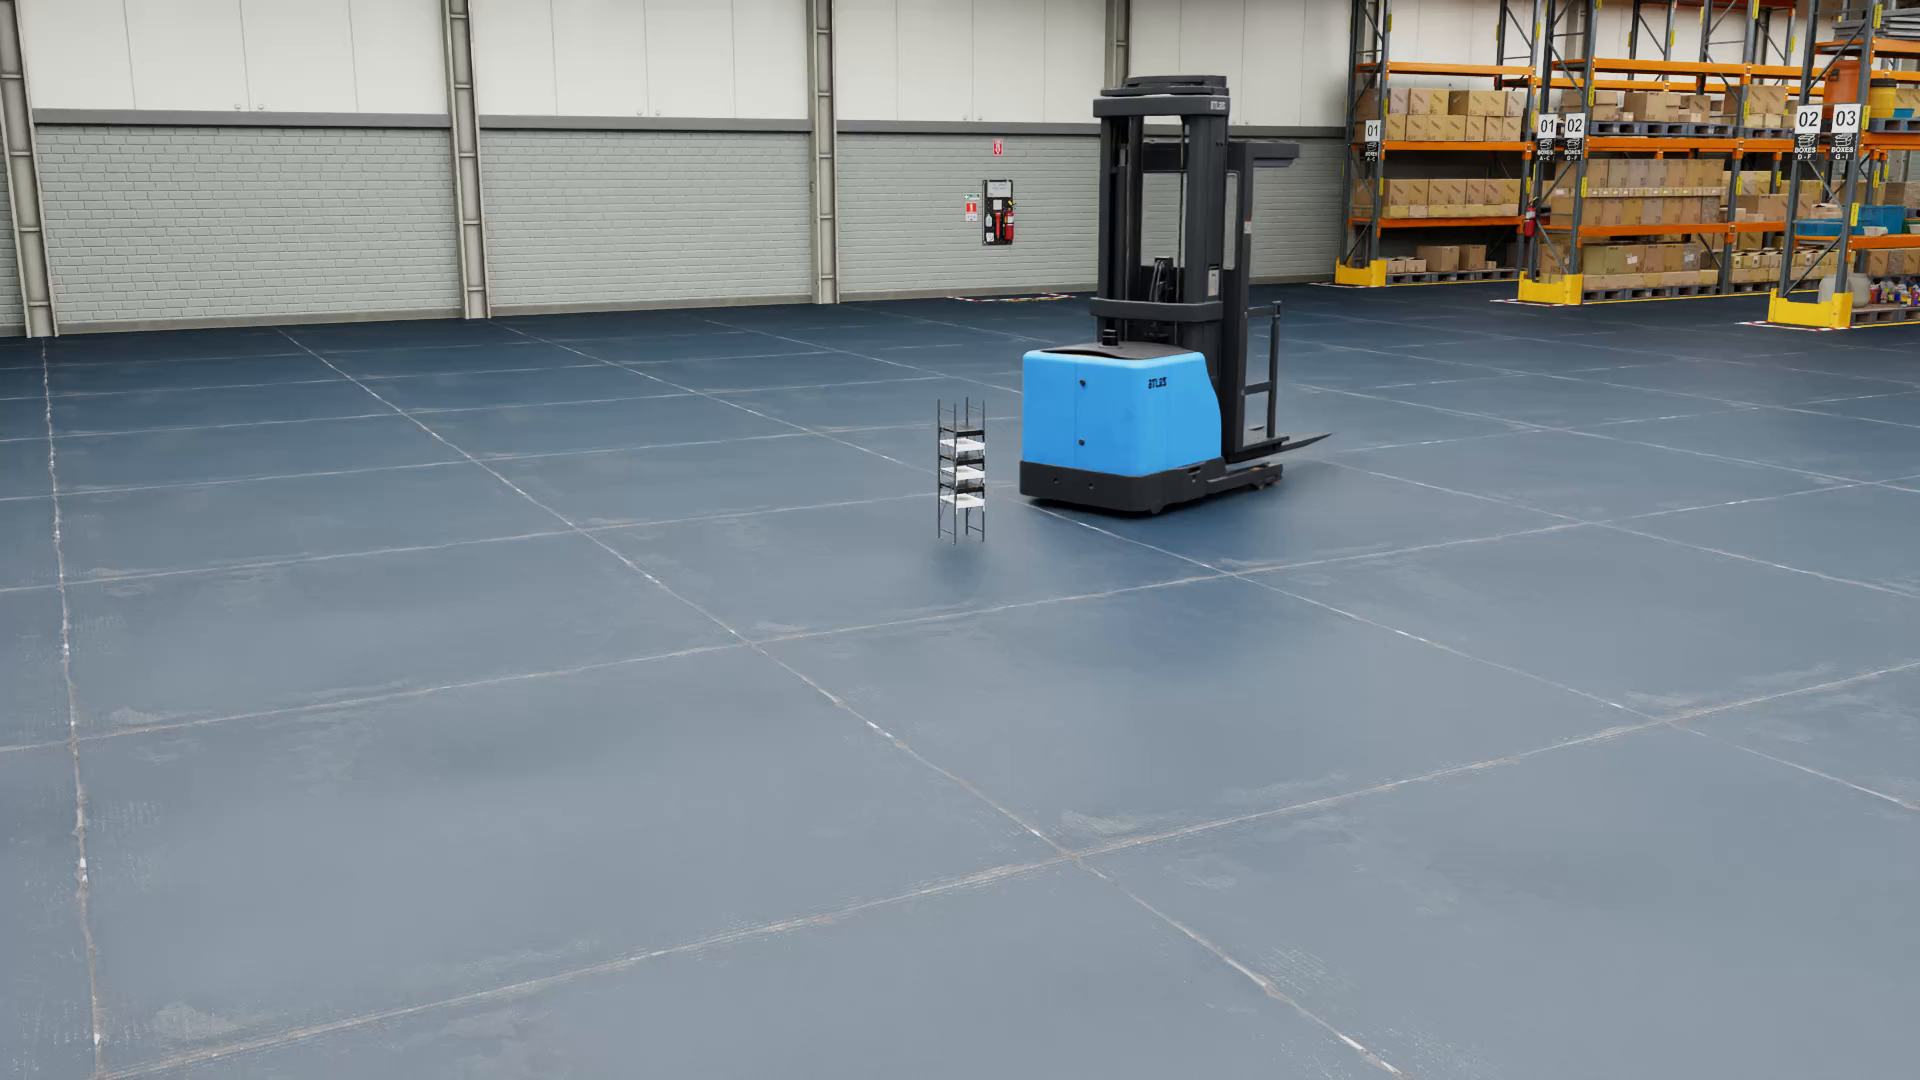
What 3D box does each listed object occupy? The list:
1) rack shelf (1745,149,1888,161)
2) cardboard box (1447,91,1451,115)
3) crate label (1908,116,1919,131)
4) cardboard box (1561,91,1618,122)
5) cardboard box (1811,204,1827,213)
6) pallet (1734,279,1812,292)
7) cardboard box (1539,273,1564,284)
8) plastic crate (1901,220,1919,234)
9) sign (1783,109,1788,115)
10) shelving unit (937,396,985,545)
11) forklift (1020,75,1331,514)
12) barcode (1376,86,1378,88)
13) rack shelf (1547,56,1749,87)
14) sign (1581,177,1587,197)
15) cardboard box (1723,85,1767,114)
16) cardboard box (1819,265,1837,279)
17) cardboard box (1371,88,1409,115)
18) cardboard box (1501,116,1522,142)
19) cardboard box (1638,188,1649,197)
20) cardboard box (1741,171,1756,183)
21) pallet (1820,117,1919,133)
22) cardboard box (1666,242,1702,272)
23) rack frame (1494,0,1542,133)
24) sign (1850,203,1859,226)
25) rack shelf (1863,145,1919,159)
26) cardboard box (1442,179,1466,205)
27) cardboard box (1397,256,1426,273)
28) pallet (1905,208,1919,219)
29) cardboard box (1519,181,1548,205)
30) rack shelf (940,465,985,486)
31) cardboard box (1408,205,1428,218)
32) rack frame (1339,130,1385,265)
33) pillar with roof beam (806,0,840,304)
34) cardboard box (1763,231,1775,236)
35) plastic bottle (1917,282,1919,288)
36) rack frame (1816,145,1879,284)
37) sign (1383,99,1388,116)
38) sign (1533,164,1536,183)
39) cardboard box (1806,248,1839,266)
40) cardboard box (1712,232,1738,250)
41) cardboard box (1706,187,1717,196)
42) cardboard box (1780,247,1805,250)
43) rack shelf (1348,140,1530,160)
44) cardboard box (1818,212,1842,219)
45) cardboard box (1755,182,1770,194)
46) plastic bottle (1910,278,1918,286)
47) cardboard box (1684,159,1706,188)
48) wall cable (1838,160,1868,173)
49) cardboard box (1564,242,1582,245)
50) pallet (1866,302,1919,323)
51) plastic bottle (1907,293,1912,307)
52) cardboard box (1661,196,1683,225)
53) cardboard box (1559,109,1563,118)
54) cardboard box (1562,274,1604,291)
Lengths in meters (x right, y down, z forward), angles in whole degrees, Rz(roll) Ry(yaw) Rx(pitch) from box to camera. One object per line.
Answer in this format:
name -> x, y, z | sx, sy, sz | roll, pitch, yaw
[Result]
rack shelf -> 20.283, -9.197, 39.449 | 4.000, 0.370, 1.077 | -7, 14, -28
cardboard box -> 9.610, -8.876, 33.833 | 0.500, 0.500, 0.500 | -7, 14, -28
crate label -> 14.543, -6.226, 24.951 | 0.408, 0.251, 0.502 | -7, 14, -28
cardboard box -> 10.878, -7.504, 28.778 | 0.637, 0.503, 0.797 | -6, 14, -24
cardboard box -> 16.516, -6.399, 32.412 | 0.500, 0.311, 0.500 | -7, 14, -29
pallet -> 15.583, -4.932, 32.043 | 1.213, 0.211, 1.003 | -7, 14, -28
cardboard box -> 10.701, -4.634, 29.675 | 0.500, 0.250, 0.500 | -7, 14, -28
plastic crate -> 14.926, -4.931, 26.172 | 0.662, 0.188, 0.450 | -7, 14, -28
sign -> 18.796, -9.640, 37.884 | 0.005, 0.325, 0.100 | -7, 14, -28
shelving unit -> 0.007, -0.440, 10.514 | 0.210, 0.900, 0.258 | -7, 14, -28
forklift -> 1.761, -1.866, 12.227 | 1.130, 2.935, 3.031 | 11, 16, 39
barcode -> 8.378, -9.075, 33.399 | 0.075, 0.075, 0.001 | -7, 14, -28
rack shelf -> 12.127, -8.248, 29.314 | 4.000, 0.370, 1.077 | -7, 14, -28
sign -> 10.632, -6.011, 28.333 | 0.005, 0.325, 0.100 | -7, 14, -28
cardboard box -> 14.443, -8.096, 30.598 | 0.500, 0.500, 0.500 | -7, 14, -27
cardboard box -> 16.598, -5.205, 32.212 | 0.500, 0.250, 0.500 | -7, 14, -29
cardboard box -> 8.449, -8.615, 32.675 | 0.500, 0.500, 0.500 | -8, 15, -32
cardboard box -> 11.179, -8.453, 34.234 | 0.500, 0.500, 0.500 | -6, 14, -26
cardboard box -> 11.949, -6.158, 29.436 | 0.250, 0.149, 0.380 | -7, 14, -29
cardboard box -> 17.787, -8.293, 37.968 | 0.500, 0.250, 0.500 | -6, 14, -27
pallet -> 13.515, -6.142, 24.666 | 1.213, 0.211, 1.003 | -7, 14, -28
cardboard box -> 13.136, -5.166, 30.331 | 0.500, 0.500, 0.500 | -7, 14, -28
rack frame -> 11.506, -9.959, 34.366 | 0.127, 3.000, 1.000 | -7, 14, -28
sign -> 13.001, -4.731, 24.168 | 0.005, 0.325, 0.100 | -7, 14, -28
rack shelf -> 19.149, -7.822, 33.339 | 4.000, 0.370, 1.077 | -7, 14, -28
cardboard box -> 9.900, -7.066, 33.763 | 0.500, 0.500, 0.500 | -6, 14, -26
cardboard box -> 9.146, -5.630, 33.915 | 0.500, 0.311, 0.500 | -6, 14, -23
pallet -> 19.098, -6.611, 33.589 | 1.213, 0.211, 1.003 | -7, 14, -28
cardboard box -> 11.969, -7.343, 35.174 | 0.500, 0.500, 0.700 | -7, 14, -28
rack shelf -> 0.007, -0.407, 10.521 | 0.200, 0.077, 0.258 | -7, 14, -28
cardboard box -> 9.024, -6.596, 33.381 | 0.500, 0.250, 0.500 | -7, 15, -30
rack frame -> 7.995, -6.612, 33.155 | 0.127, 3.000, 1.000 | -7, 14, -28
pillar with roof beam -> -0.275, -7.687, 24.269 | 0.400, 9.000, 9.100 | -7, 14, -28
cardboard box -> 19.011, -7.258, 39.286 | 0.250, 0.149, 0.380 | -7, 14, -28
plastic bottle -> 15.414, -4.013, 26.639 | 0.185, 0.351, 0.144 | -7, 14, -28
rack frame -> 17.393, -6.499, 32.655 | 0.127, 3.000, 1.000 | -7, 14, -28
sign -> 8.255, -8.397, 32.265 | 0.005, 0.325, 0.100 | -7, 14, -28
sign -> 10.124, -6.444, 29.233 | 0.005, 0.325, 0.100 | -7, 14, -28
cardboard box -> 16.599, -5.477, 32.145 | 0.500, 0.311, 0.500 | -7, 14, -29
cardboard box -> 17.241, -6.843, 38.121 | 0.750, 0.750, 0.750 | -6, 14, -26
cardboard box -> 13.528, -6.348, 30.278 | 0.250, 0.149, 0.380 | -7, 15, -29
cardboard box -> 16.336, -5.580, 32.603 | 0.500, 0.311, 0.500 | -7, 15, -29
rack shelf -> 9.750, -7.934, 33.840 | 4.000, 0.370, 1.077 | -7, 14, -28
cardboard box -> 16.736, -6.228, 32.025 | 0.250, 0.149, 0.380 | -7, 14, -28
cardboard box -> 18.243, -7.980, 38.287 | 0.500, 0.500, 0.500 | -7, 15, -29
plastic bottle -> 15.345, -4.040, 26.762 | 0.185, 0.351, 0.144 | -6, 14, -26
cardboard box -> 13.053, -6.658, 30.181 | 0.500, 0.500, 0.700 | -7, 14, -28
wall cable -> 22.709, -9.107, 41.932 | 1.851, 1.984, 0.084 | -7, 14, -28
cardboard box -> 13.040, -6.218, 36.098 | 0.500, 0.500, 0.700 | -7, 14, -27
pallet -> 14.571, -3.571, 25.995 | 1.213, 0.211, 1.003 | -7, 14, -28
plastic bottle -> 14.573, -3.693, 25.560 | 0.097, 0.201, 0.097 | 0, 13, 0
cardboard box -> 12.594, -5.970, 30.078 | 0.500, 0.500, 0.700 | -7, 14, -27
cardboard box -> 13.106, -8.921, 35.402 | 0.500, 0.500, 0.500 | -7, 15, -30
cardboard box -> 10.949, -4.534, 29.231 | 0.500, 0.250, 0.500 | -7, 14, -28
